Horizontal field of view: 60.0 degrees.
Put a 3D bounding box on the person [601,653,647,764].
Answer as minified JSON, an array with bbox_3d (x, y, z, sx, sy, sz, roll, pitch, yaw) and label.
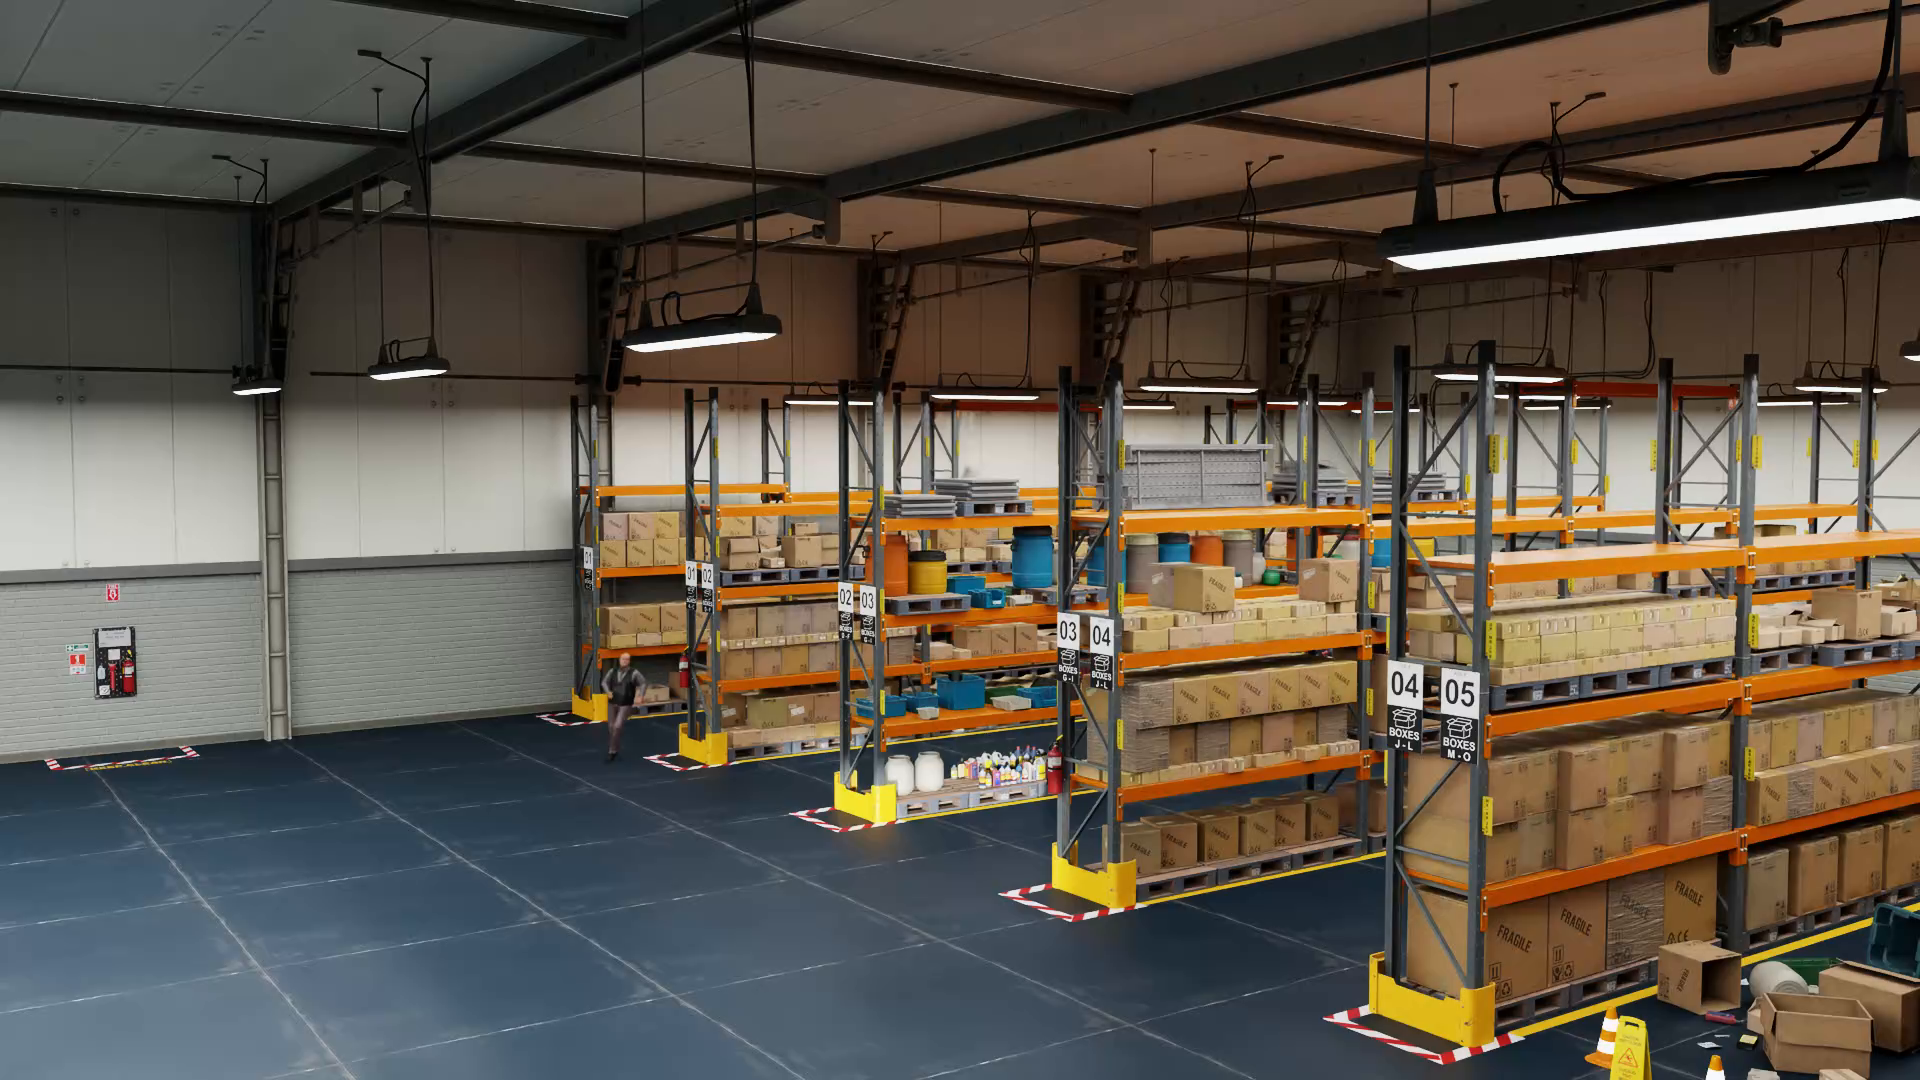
[{"bbox_3d":[-5.458,2.684,26.875,0.717,1.731,0.848,0,3,8],"label":"person"}]

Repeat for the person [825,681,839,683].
[{"bbox_3d":[-2.261,2.470,30.289,0.561,1.736,0.663,-3,5,-40],"label":"person"}]
